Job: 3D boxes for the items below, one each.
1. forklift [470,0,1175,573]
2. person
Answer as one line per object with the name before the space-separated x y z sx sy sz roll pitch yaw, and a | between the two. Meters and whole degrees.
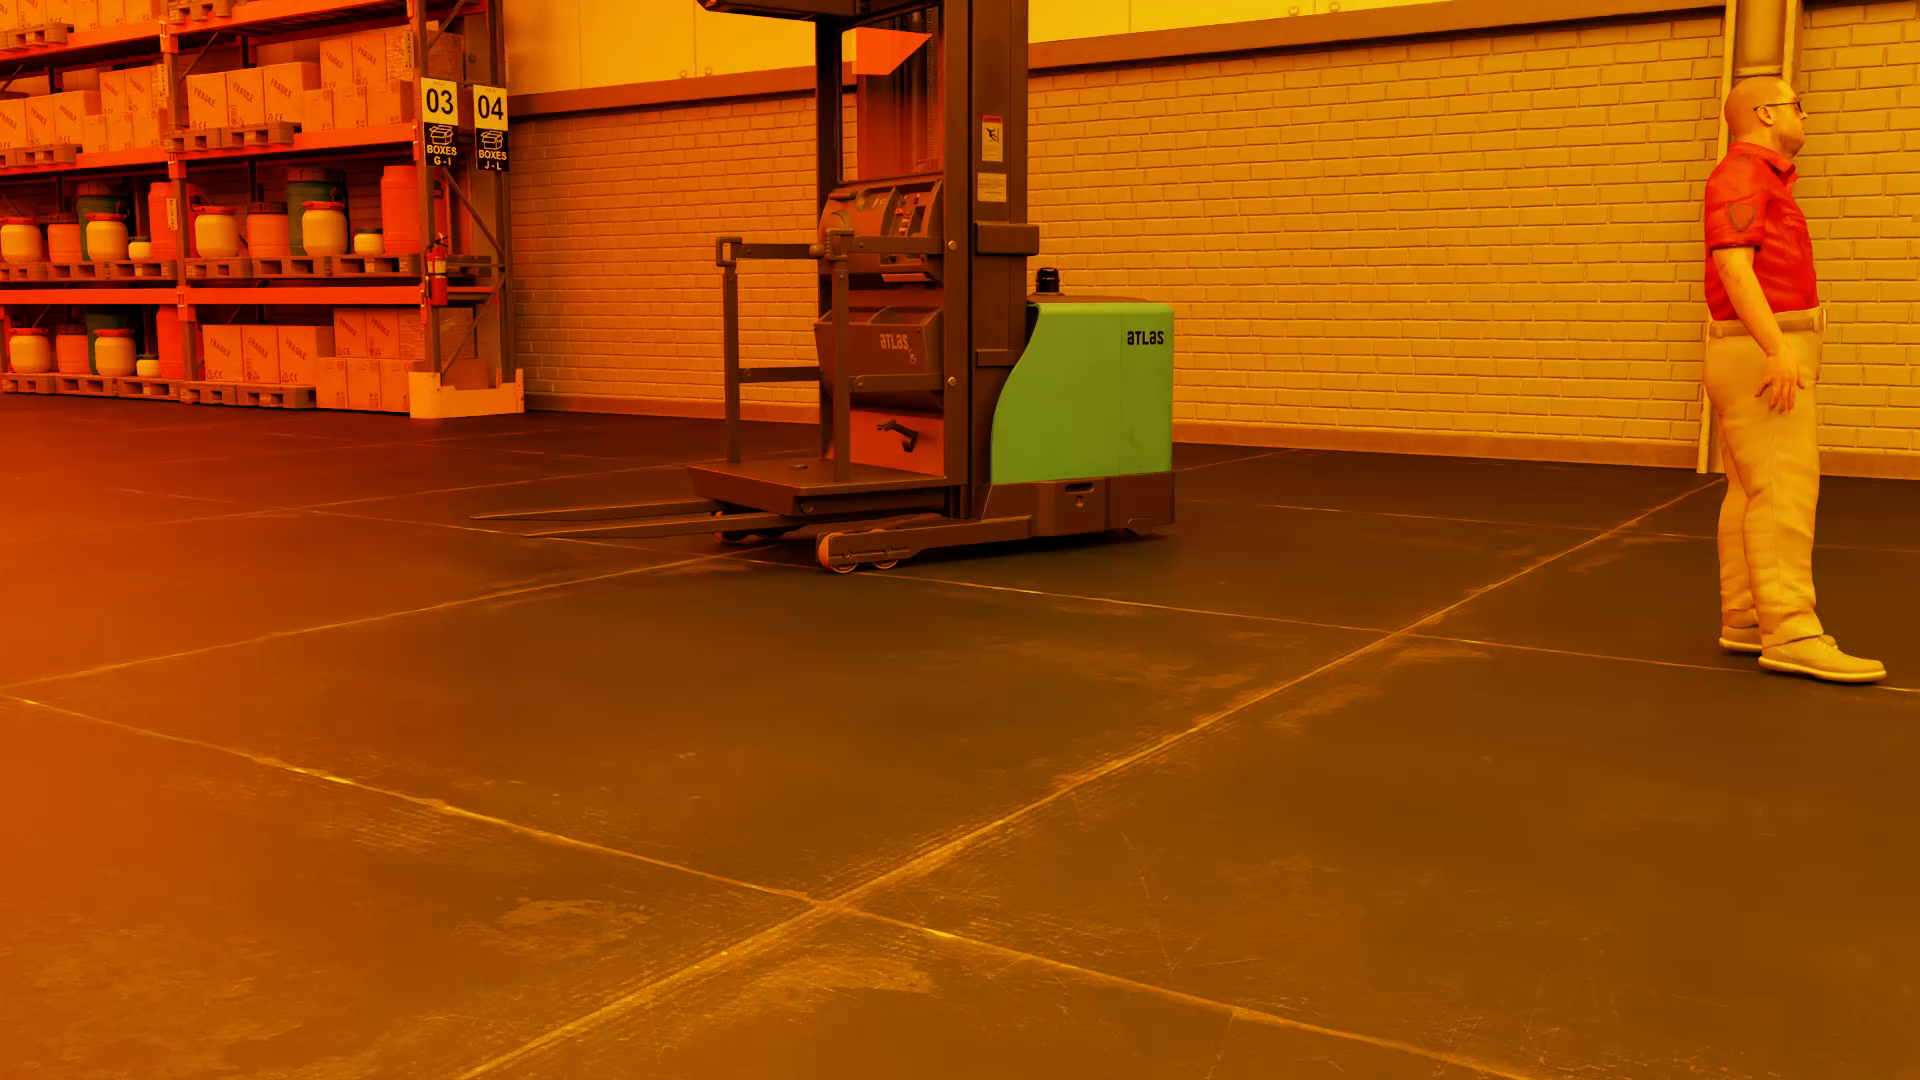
forklift | -0.524 -1.402 7.054 3.031 2.935 1.130 -5 10 -33
person | 2.480 -0.500 4.933 0.551 1.727 0.640 4 9 25
